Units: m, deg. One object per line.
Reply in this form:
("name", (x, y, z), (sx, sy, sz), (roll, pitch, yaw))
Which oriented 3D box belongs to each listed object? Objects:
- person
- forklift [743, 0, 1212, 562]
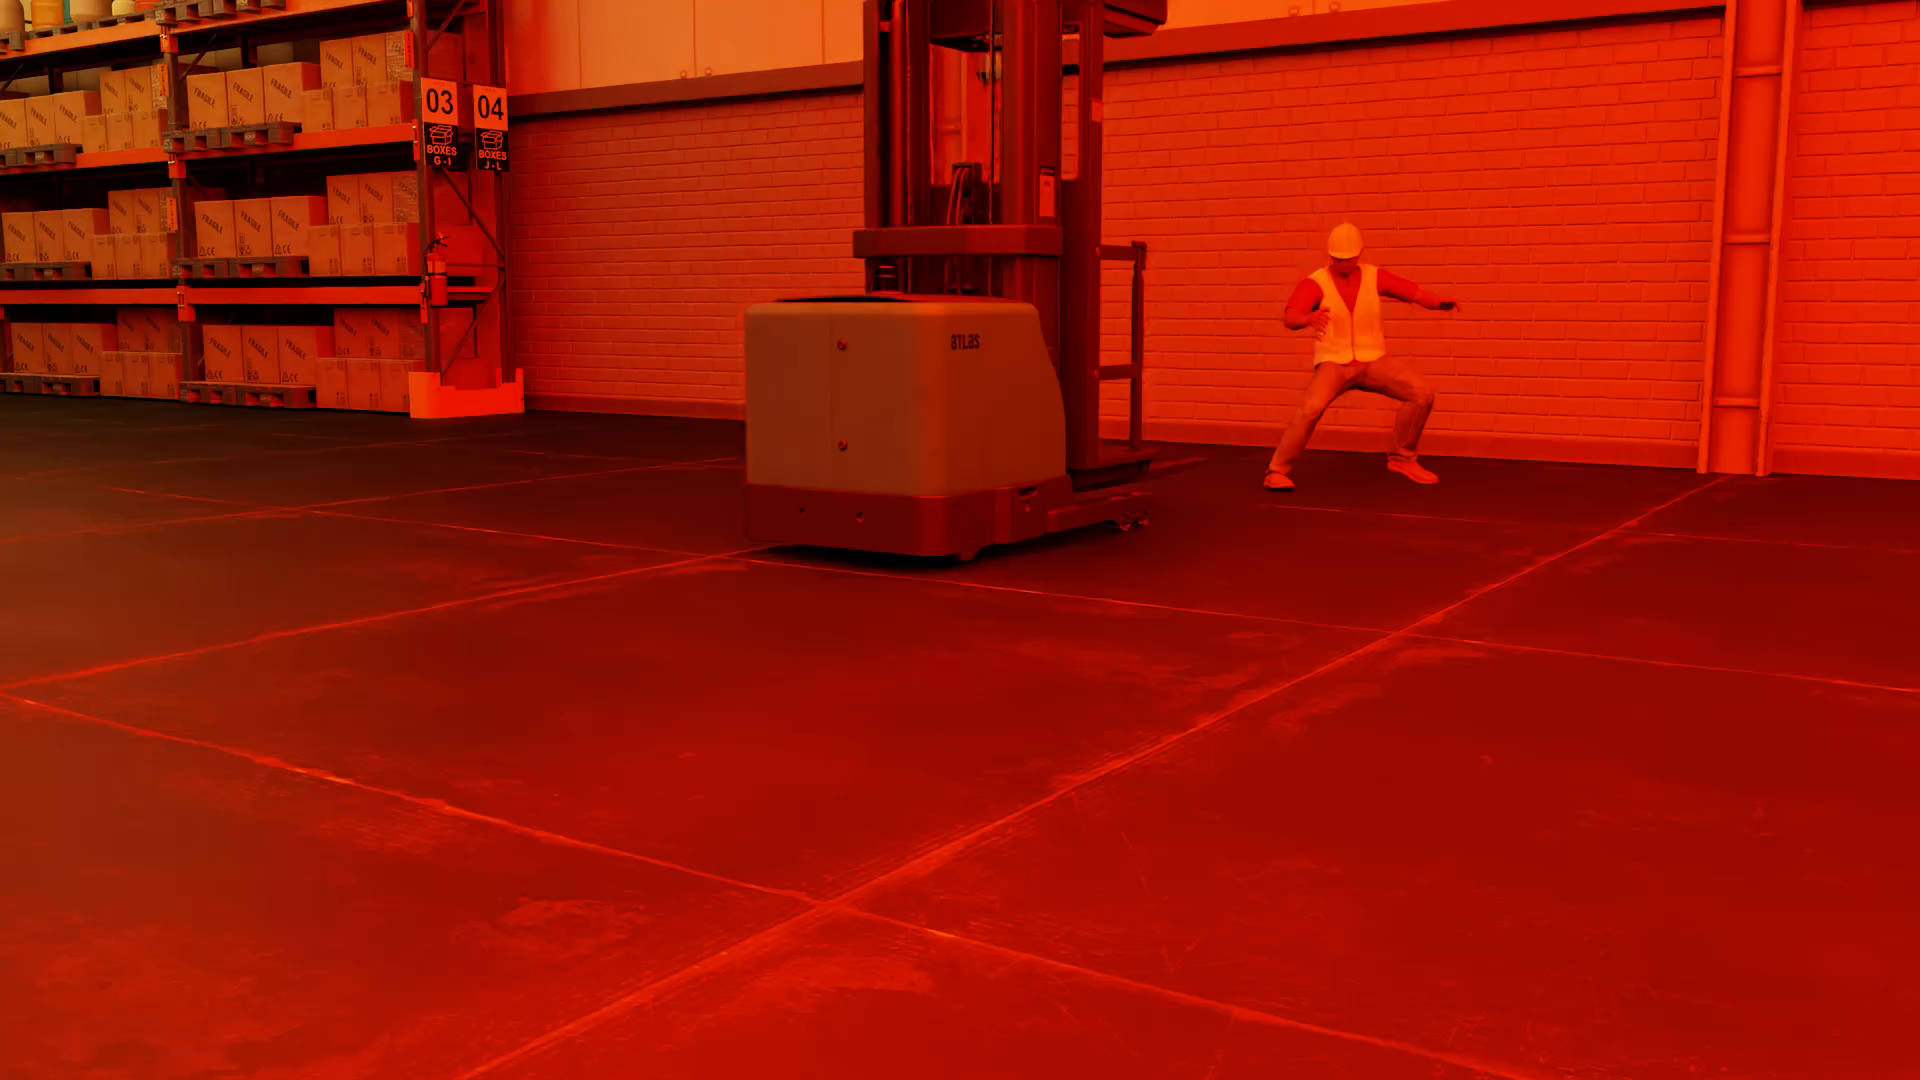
("person", (2.316, -1.060, 9.628), (1.062, 1.535, 0.758), (1, 8, 4))
("forklift", (0.291, -1.527, 7.932), (1.130, 2.935, 3.031), (5, 10, 33))
